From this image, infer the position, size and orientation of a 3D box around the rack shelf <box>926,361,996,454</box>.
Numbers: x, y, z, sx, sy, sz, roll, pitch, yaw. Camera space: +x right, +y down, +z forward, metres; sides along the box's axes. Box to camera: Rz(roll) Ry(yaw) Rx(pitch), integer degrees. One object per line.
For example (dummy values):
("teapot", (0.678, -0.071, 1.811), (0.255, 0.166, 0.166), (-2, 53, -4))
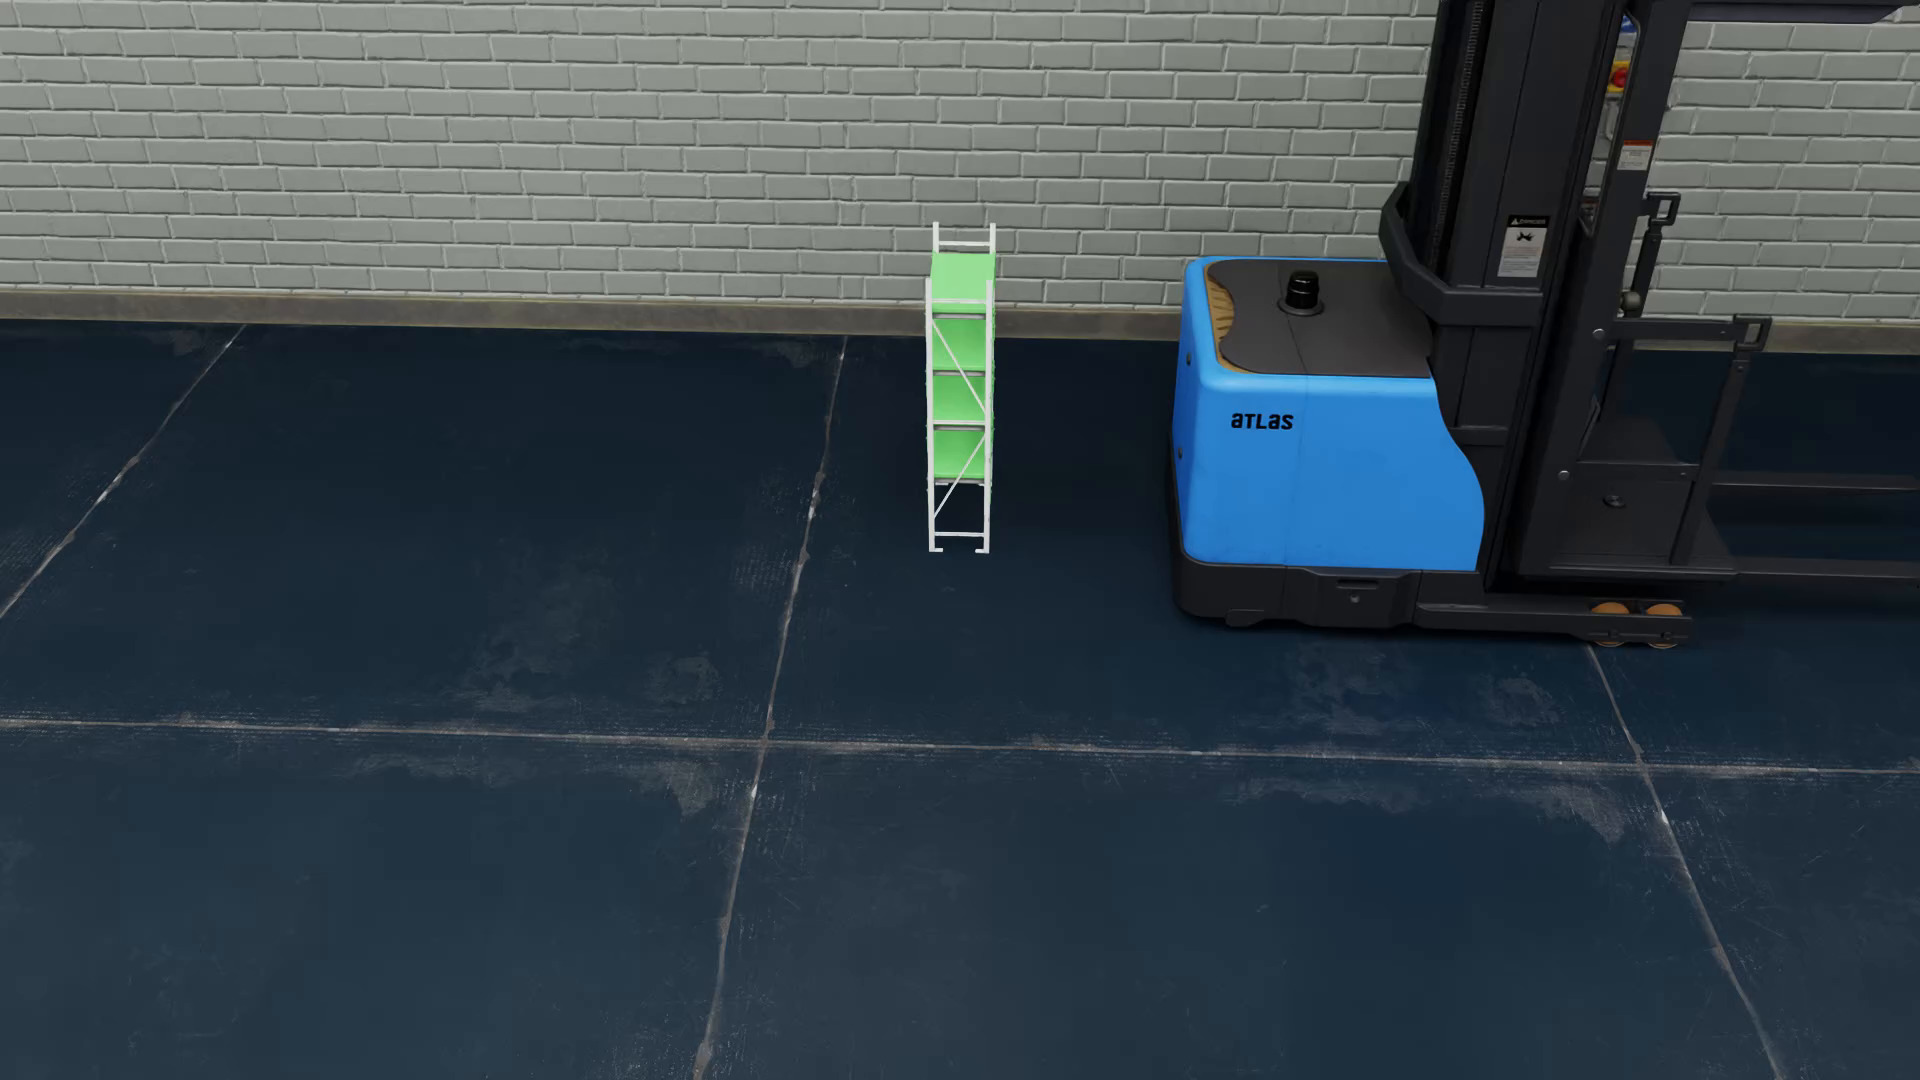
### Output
("rack shelf", (0.007, -0.534, 6.577), (0.258, 0.148, 0.480), (1, 35, 2))

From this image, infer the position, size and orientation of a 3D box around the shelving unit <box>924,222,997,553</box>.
("shelving unit", (0.007, -0.586, 6.540), (0.258, 1.200, 0.503), (1, 35, 2))

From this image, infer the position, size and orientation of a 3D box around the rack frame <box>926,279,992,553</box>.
("rack frame", (-0.003, -0.446, 6.341), (0.240, 1.200, 0.015), (1, 35, 2))

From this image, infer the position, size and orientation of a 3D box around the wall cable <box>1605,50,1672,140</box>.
("wall cable", (2.864, -2.568, 6.884), (0.585, 1.953, 0.123), (1, 35, 2))

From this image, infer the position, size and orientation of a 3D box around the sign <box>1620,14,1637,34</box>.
("sign", (2.818, -2.286, 7.159), (0.327, 0.218, 0.001), (1, 35, 2))

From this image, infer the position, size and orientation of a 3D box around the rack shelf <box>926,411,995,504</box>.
("rack shelf", (0.007, -0.337, 6.715), (0.258, 0.148, 0.480), (1, 35, 2))

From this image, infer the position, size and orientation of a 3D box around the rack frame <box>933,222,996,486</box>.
("rack frame", (0.016, -0.726, 6.740), (0.240, 1.200, 0.015), (1, 35, 2))

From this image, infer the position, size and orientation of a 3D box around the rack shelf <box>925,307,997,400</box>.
("rack shelf", (0.007, -0.730, 6.439), (0.258, 0.148, 0.480), (1, 35, 2))

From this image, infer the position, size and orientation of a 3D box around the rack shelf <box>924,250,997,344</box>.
("rack shelf", (0.007, -0.926, 6.301), (0.258, 0.148, 0.480), (1, 35, 2))

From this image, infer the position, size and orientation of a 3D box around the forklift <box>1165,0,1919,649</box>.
("forklift", (2.352, -1.111, 5.782), (3.031, 2.935, 1.130), (2, 35, 2))
